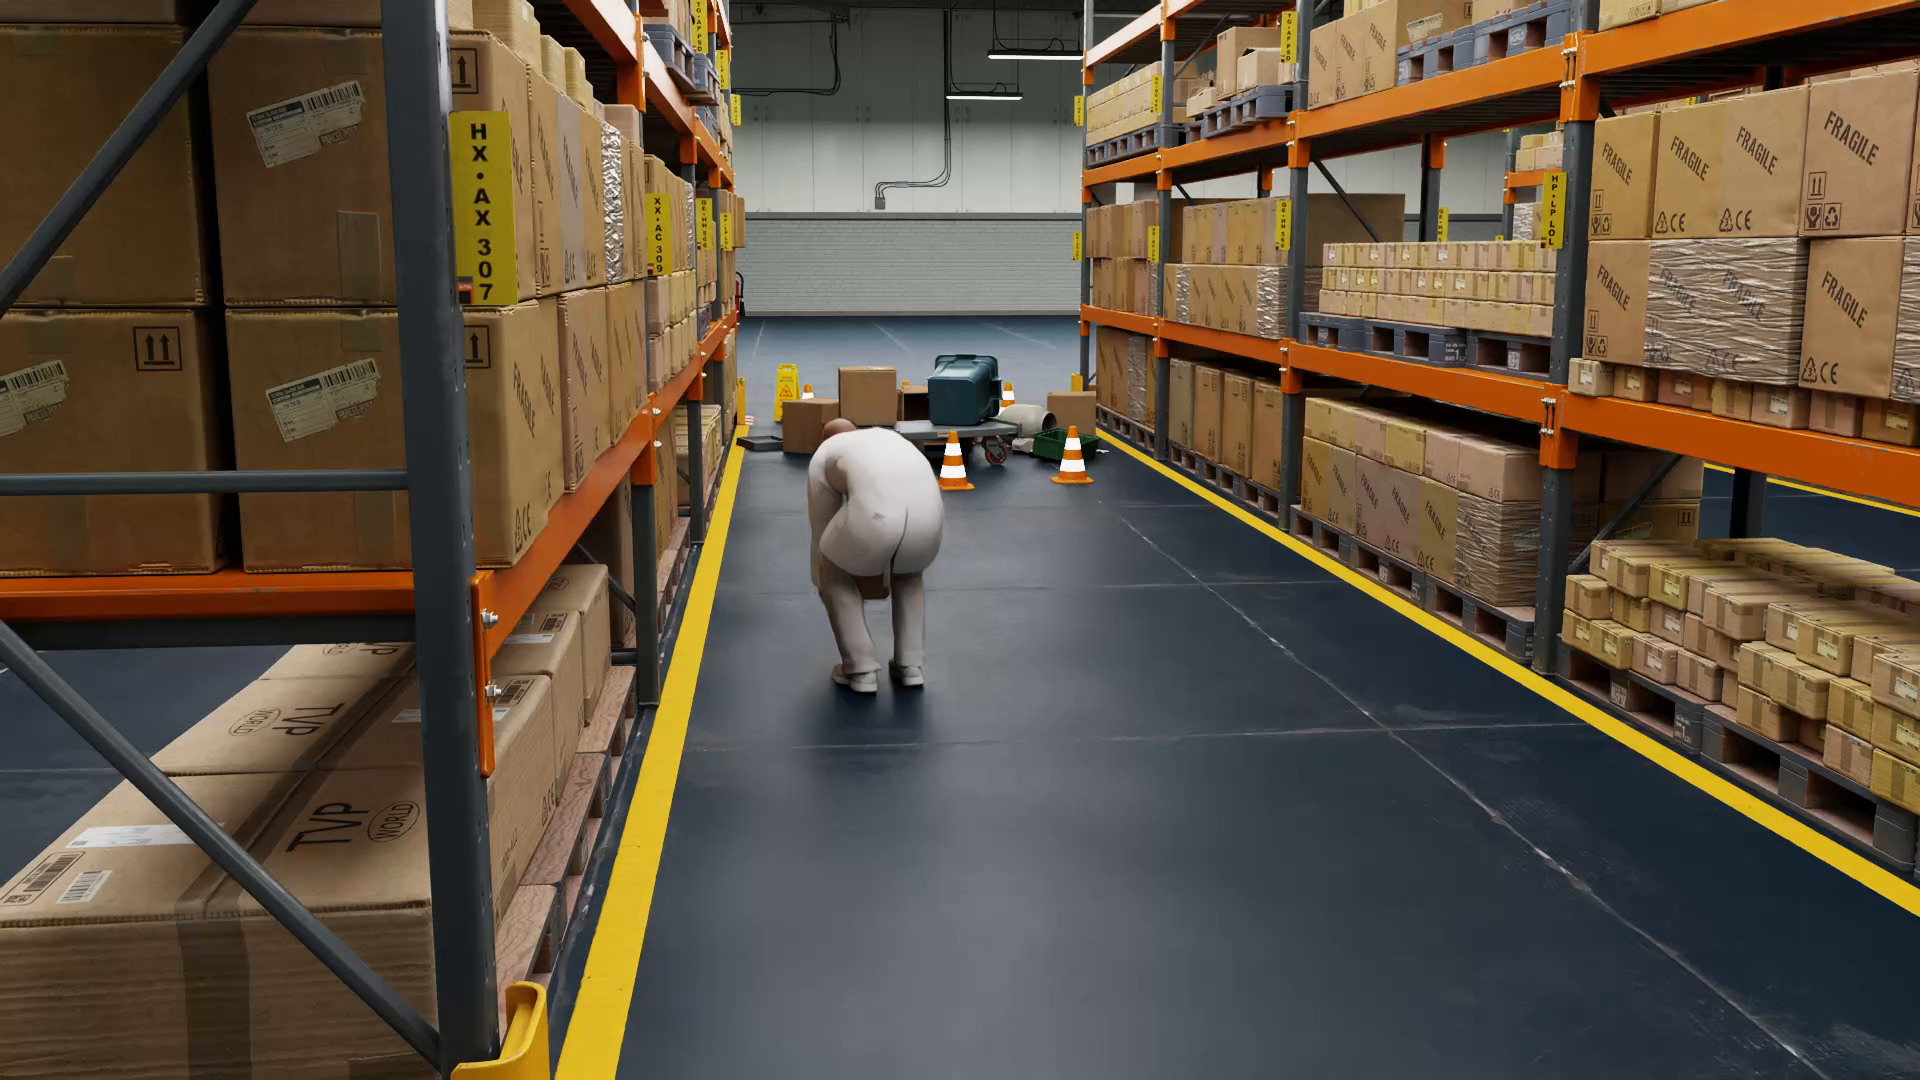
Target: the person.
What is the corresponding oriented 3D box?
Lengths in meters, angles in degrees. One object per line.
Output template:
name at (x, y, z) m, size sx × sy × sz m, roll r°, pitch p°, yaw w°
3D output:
person at (-0.395, 0.052, 7.505) m, size 0.555 × 1.142 × 0.936 m, roll -4°, pitch 11°, yaw -22°
